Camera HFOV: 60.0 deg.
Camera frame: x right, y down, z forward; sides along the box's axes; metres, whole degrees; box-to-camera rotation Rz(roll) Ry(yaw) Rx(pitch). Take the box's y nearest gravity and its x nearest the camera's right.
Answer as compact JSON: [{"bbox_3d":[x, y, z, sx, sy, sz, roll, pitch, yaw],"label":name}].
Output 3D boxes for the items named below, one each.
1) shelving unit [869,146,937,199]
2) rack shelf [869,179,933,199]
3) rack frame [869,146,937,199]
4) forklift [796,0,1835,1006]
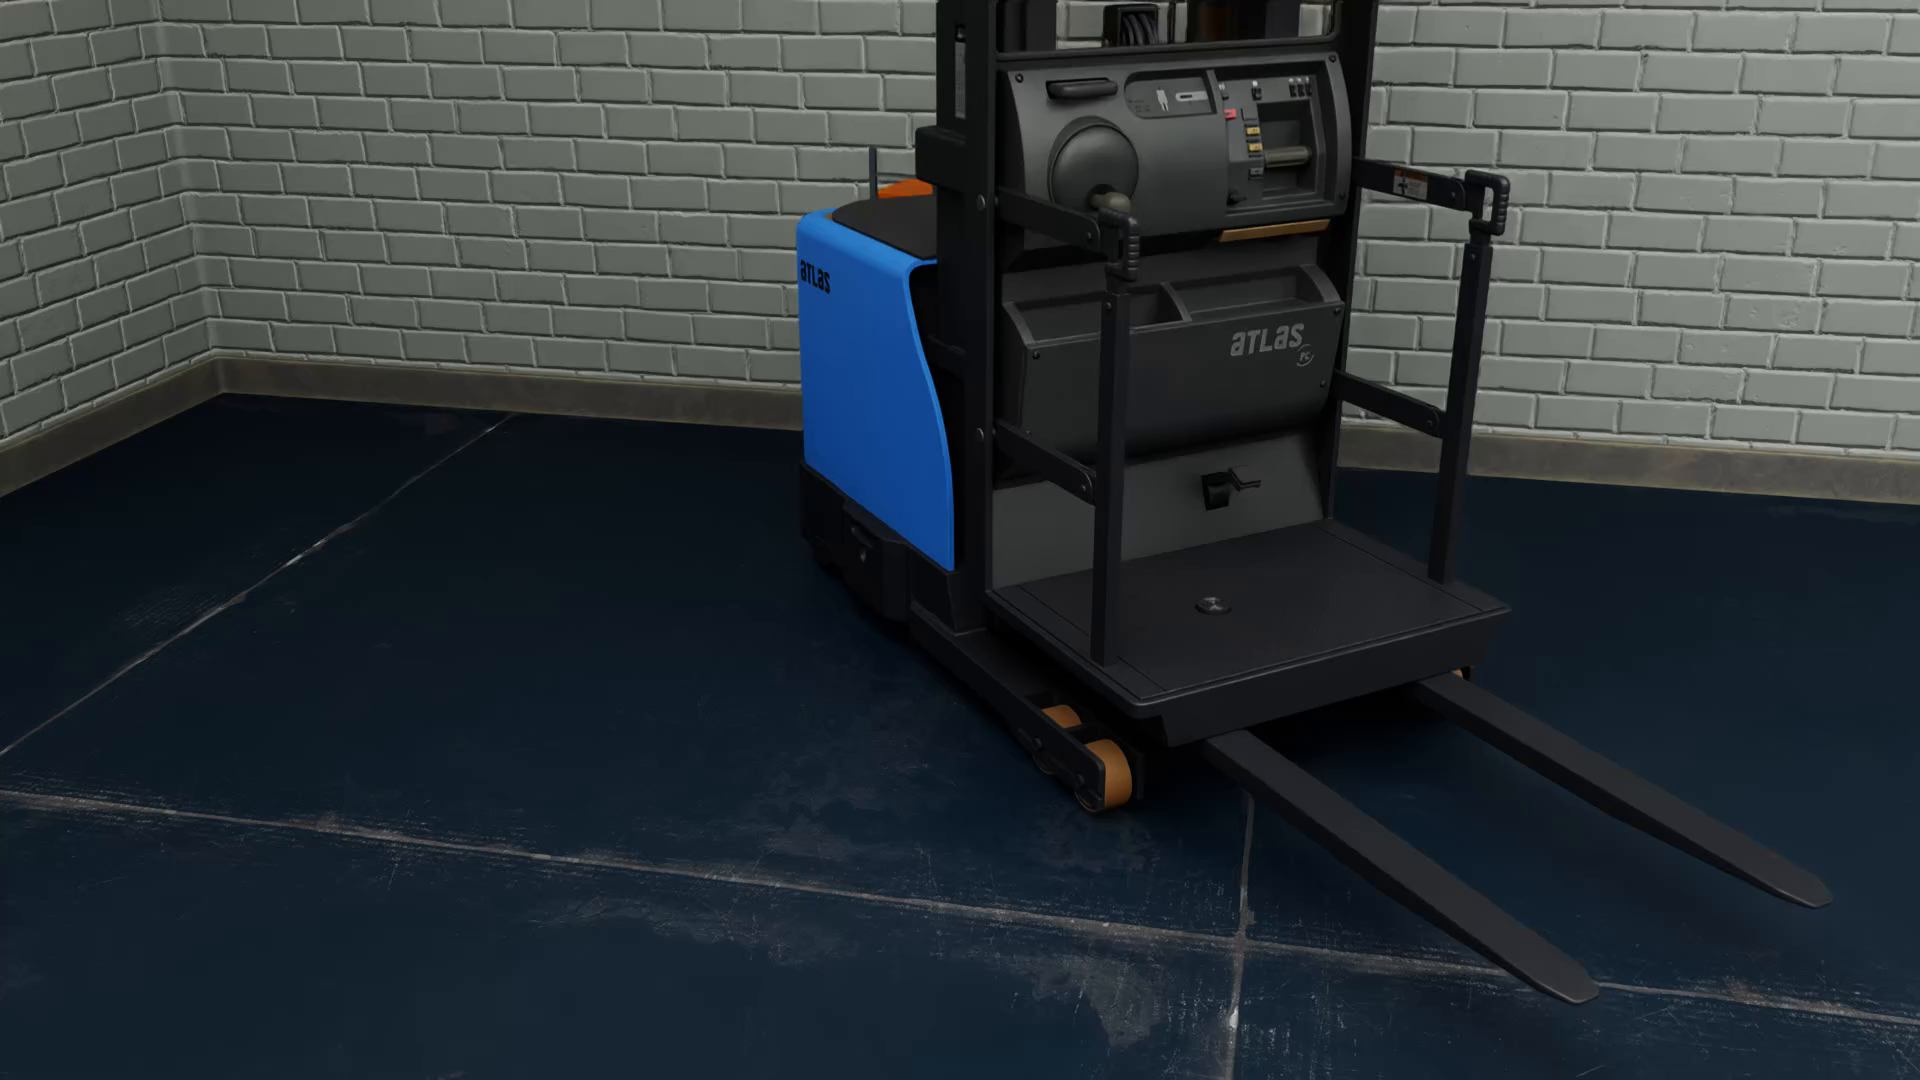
[{"bbox_3d":[-0.072,-0.738,5.581,0.258,1.200,0.503,9,24,22],"label":"shelving unit"},{"bbox_3d":[-0.072,-1.103,5.434,0.258,0.148,0.480,9,24,22],"label":"rack shelf"},{"bbox_3d":[-0.172,-0.655,5.374,0.240,1.200,0.015,9,24,22],"label":"rack frame"},{"bbox_3d":[0.634,-0.927,3.732,1.130,2.935,3.031,-11,24,-26],"label":"forklift"}]
